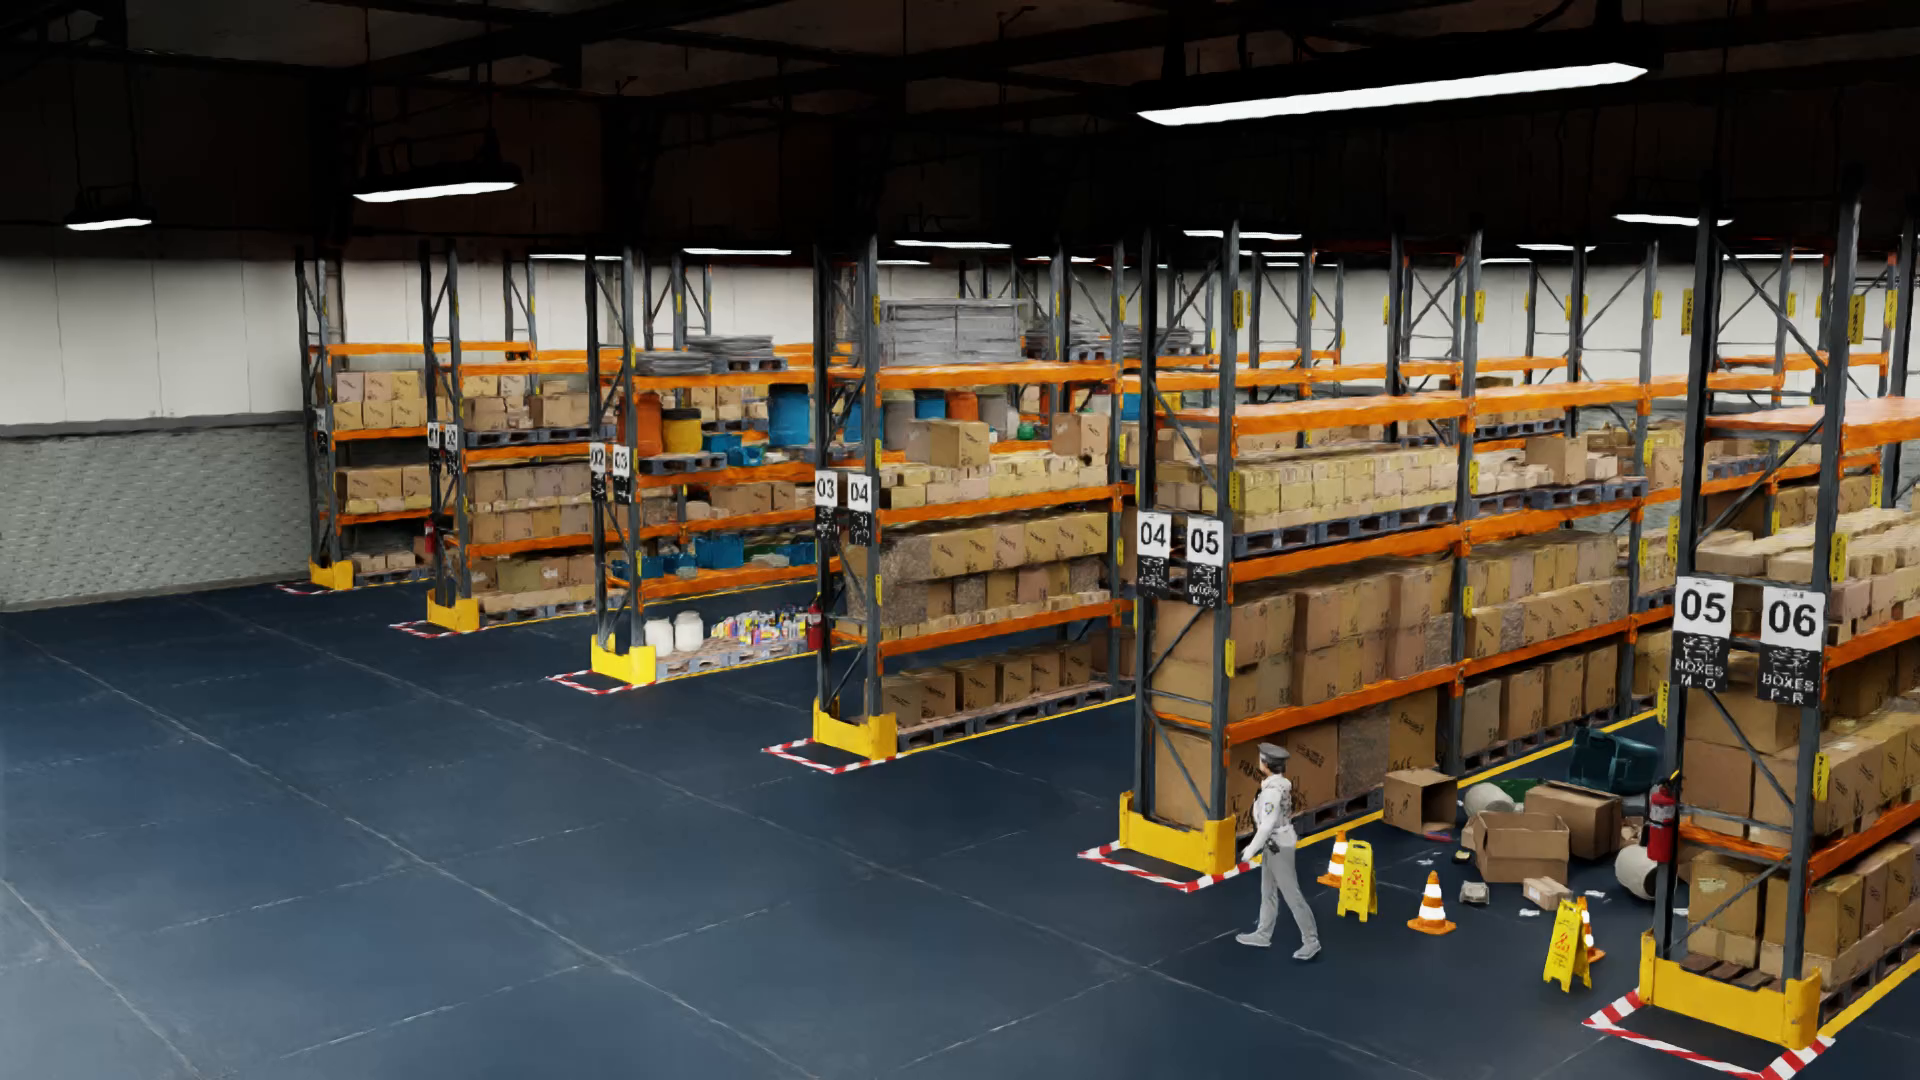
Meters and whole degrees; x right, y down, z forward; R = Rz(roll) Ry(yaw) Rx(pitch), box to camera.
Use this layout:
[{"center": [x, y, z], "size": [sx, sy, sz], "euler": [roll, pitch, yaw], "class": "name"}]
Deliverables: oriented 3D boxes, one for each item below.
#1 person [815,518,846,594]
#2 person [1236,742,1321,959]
[{"center": [-2.270, 0.112, 28.931], "size": [0.482, 1.622, 0.994], "euler": [7, 11, 38], "class": "person"}, {"center": [2.525, 2.440, 13.115], "size": [0.678, 1.658, 0.500], "euler": [2, 9, 15], "class": "person"}]
